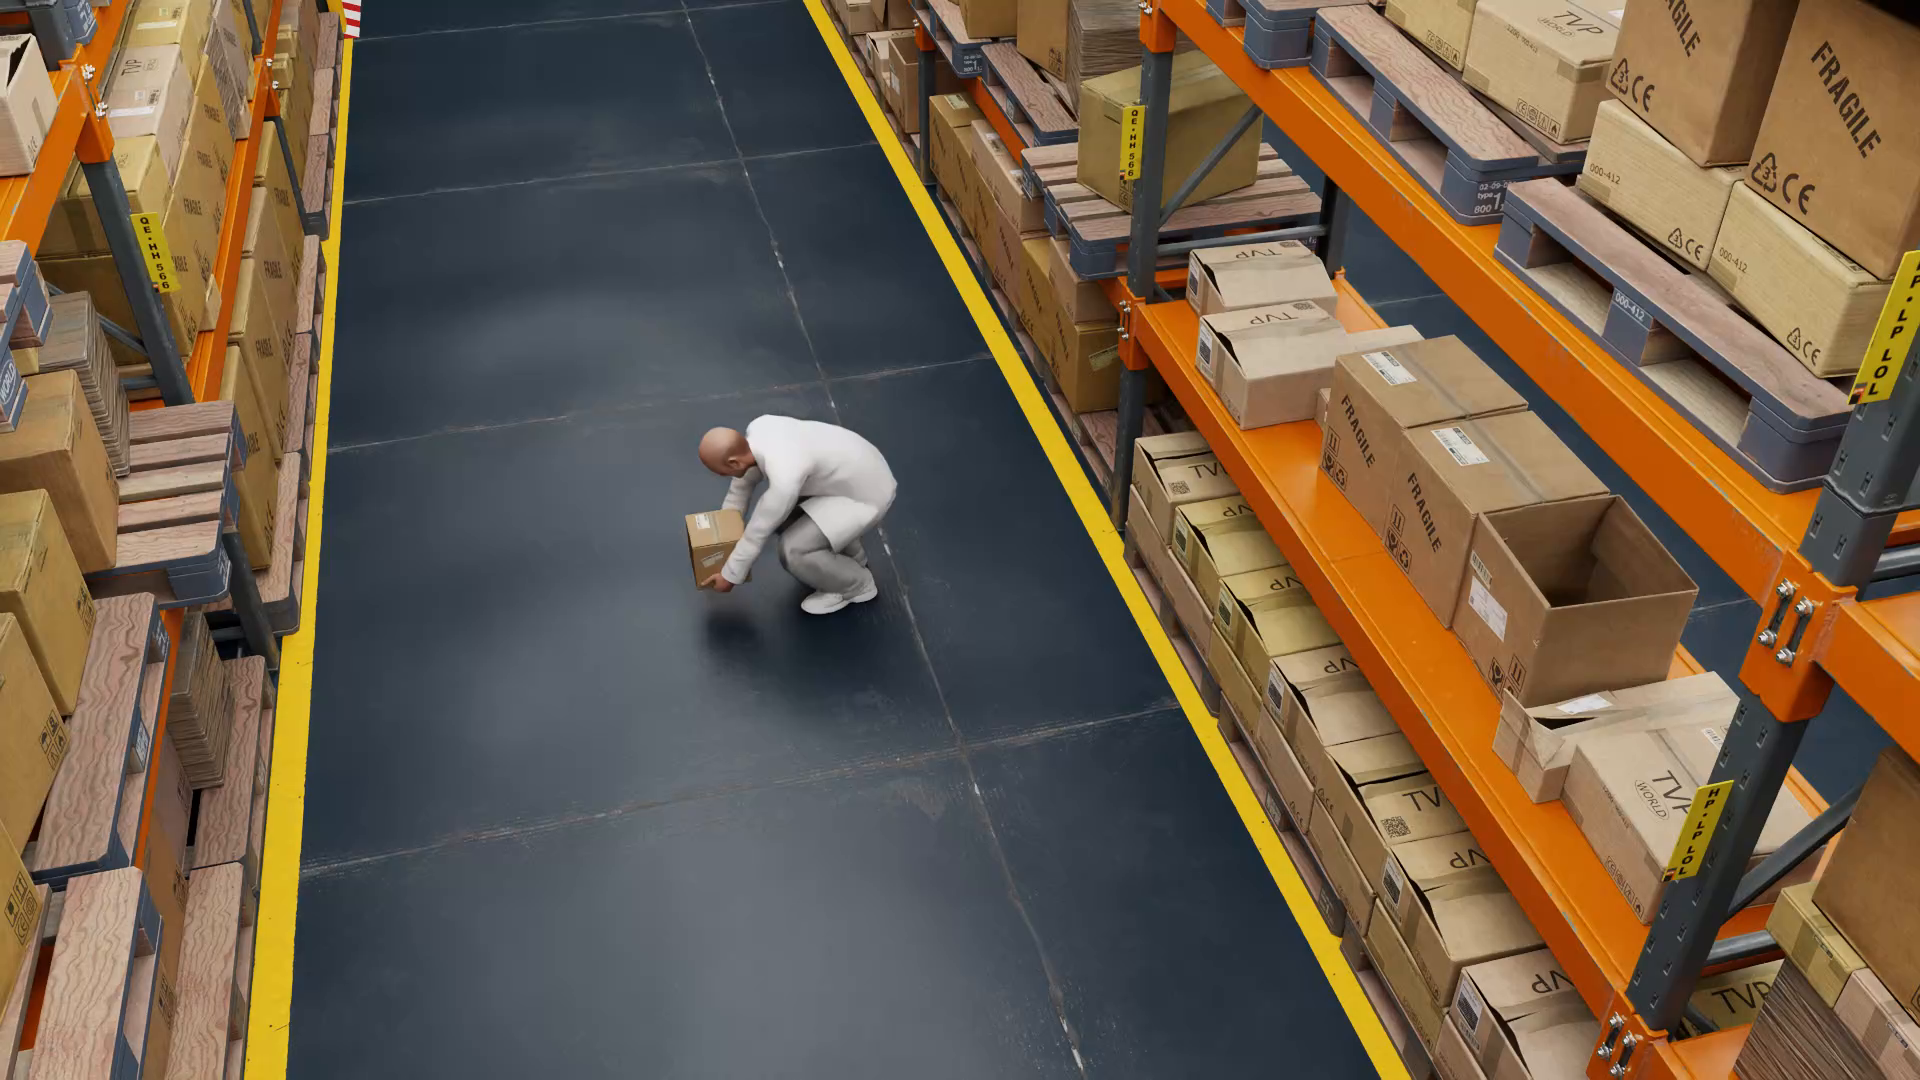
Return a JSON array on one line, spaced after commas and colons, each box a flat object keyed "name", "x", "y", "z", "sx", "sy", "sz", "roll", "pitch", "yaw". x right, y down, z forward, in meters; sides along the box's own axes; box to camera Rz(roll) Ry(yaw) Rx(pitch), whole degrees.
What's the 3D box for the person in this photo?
[{"name": "person", "x": -0.753, "y": -0.157, "z": 7.570, "sx": 0.947, "sy": 1.001, "sz": 0.580, "roll": -10, "pitch": 39, "yaw": -13}]
